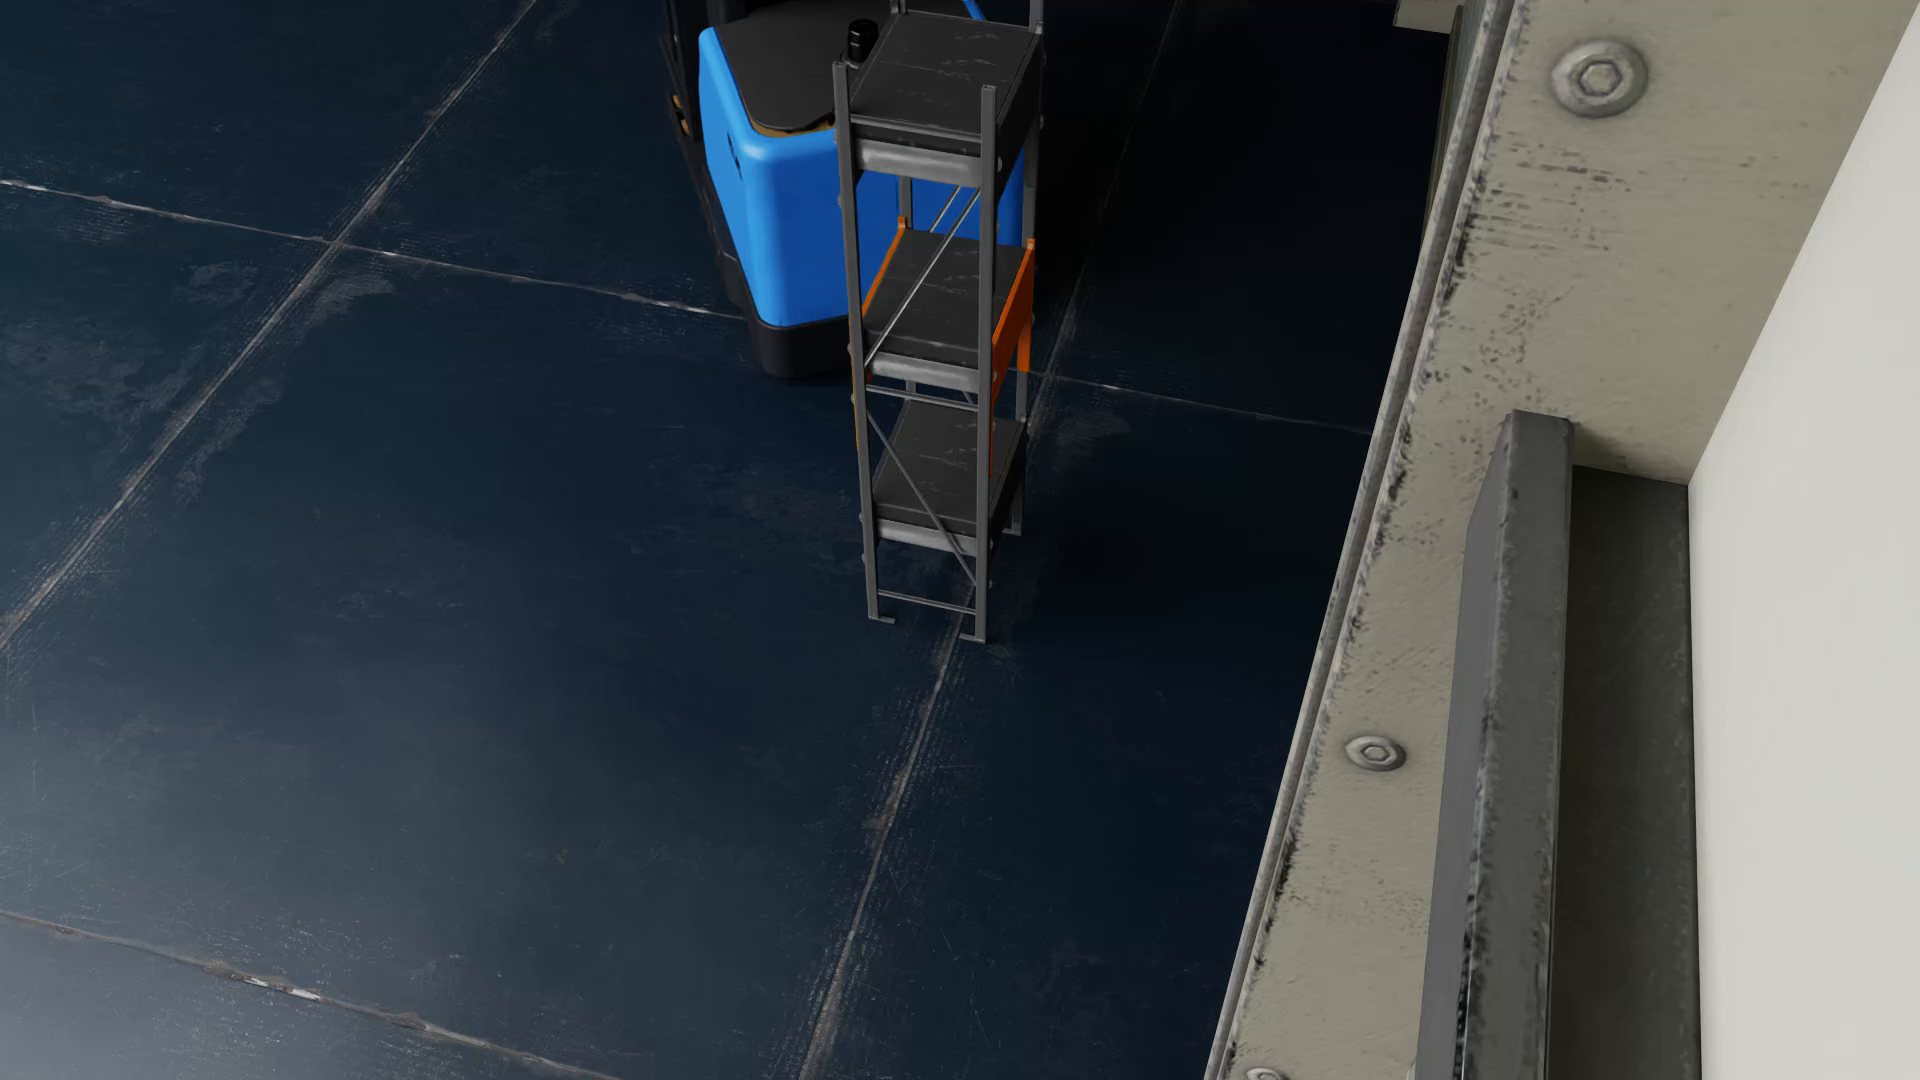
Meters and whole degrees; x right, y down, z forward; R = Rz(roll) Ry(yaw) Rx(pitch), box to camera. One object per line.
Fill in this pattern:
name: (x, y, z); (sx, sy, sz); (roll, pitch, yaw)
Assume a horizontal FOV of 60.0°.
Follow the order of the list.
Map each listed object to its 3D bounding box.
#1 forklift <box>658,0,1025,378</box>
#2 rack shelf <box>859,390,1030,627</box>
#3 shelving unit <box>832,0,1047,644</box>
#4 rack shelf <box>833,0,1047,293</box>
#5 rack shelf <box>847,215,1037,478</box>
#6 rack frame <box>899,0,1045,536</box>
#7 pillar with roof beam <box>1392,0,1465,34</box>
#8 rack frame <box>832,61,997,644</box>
forklift: (-0.655, -2.705, 6.183); (1.130, 2.935, 3.031); (-13, 50, -11)
rack shelf: (-0.044, -0.103, 5.392); (0.431, 0.518, 0.480); (12, 50, 10)
shelving unit: (-0.044, -0.575, 4.857); (0.431, 2.100, 0.503); (12, 50, 10)
rack shelf: (-0.044, -1.029, 4.342); (0.431, 0.518, 0.480); (12, 50, 10)
rack shelf: (-0.044, -0.566, 4.867); (0.431, 0.518, 0.480); (12, 50, 10)
rack frame: (0.021, -0.752, 5.013); (0.400, 2.100, 0.015); (12, 50, 10)
pillar with roof beam: (-1.895, -6.388, 5.386); (9.100, 9.000, 0.400); (12, 50, 10)
rack frame: (-0.108, -0.399, 4.701); (0.400, 2.100, 0.015); (12, 50, 10)
